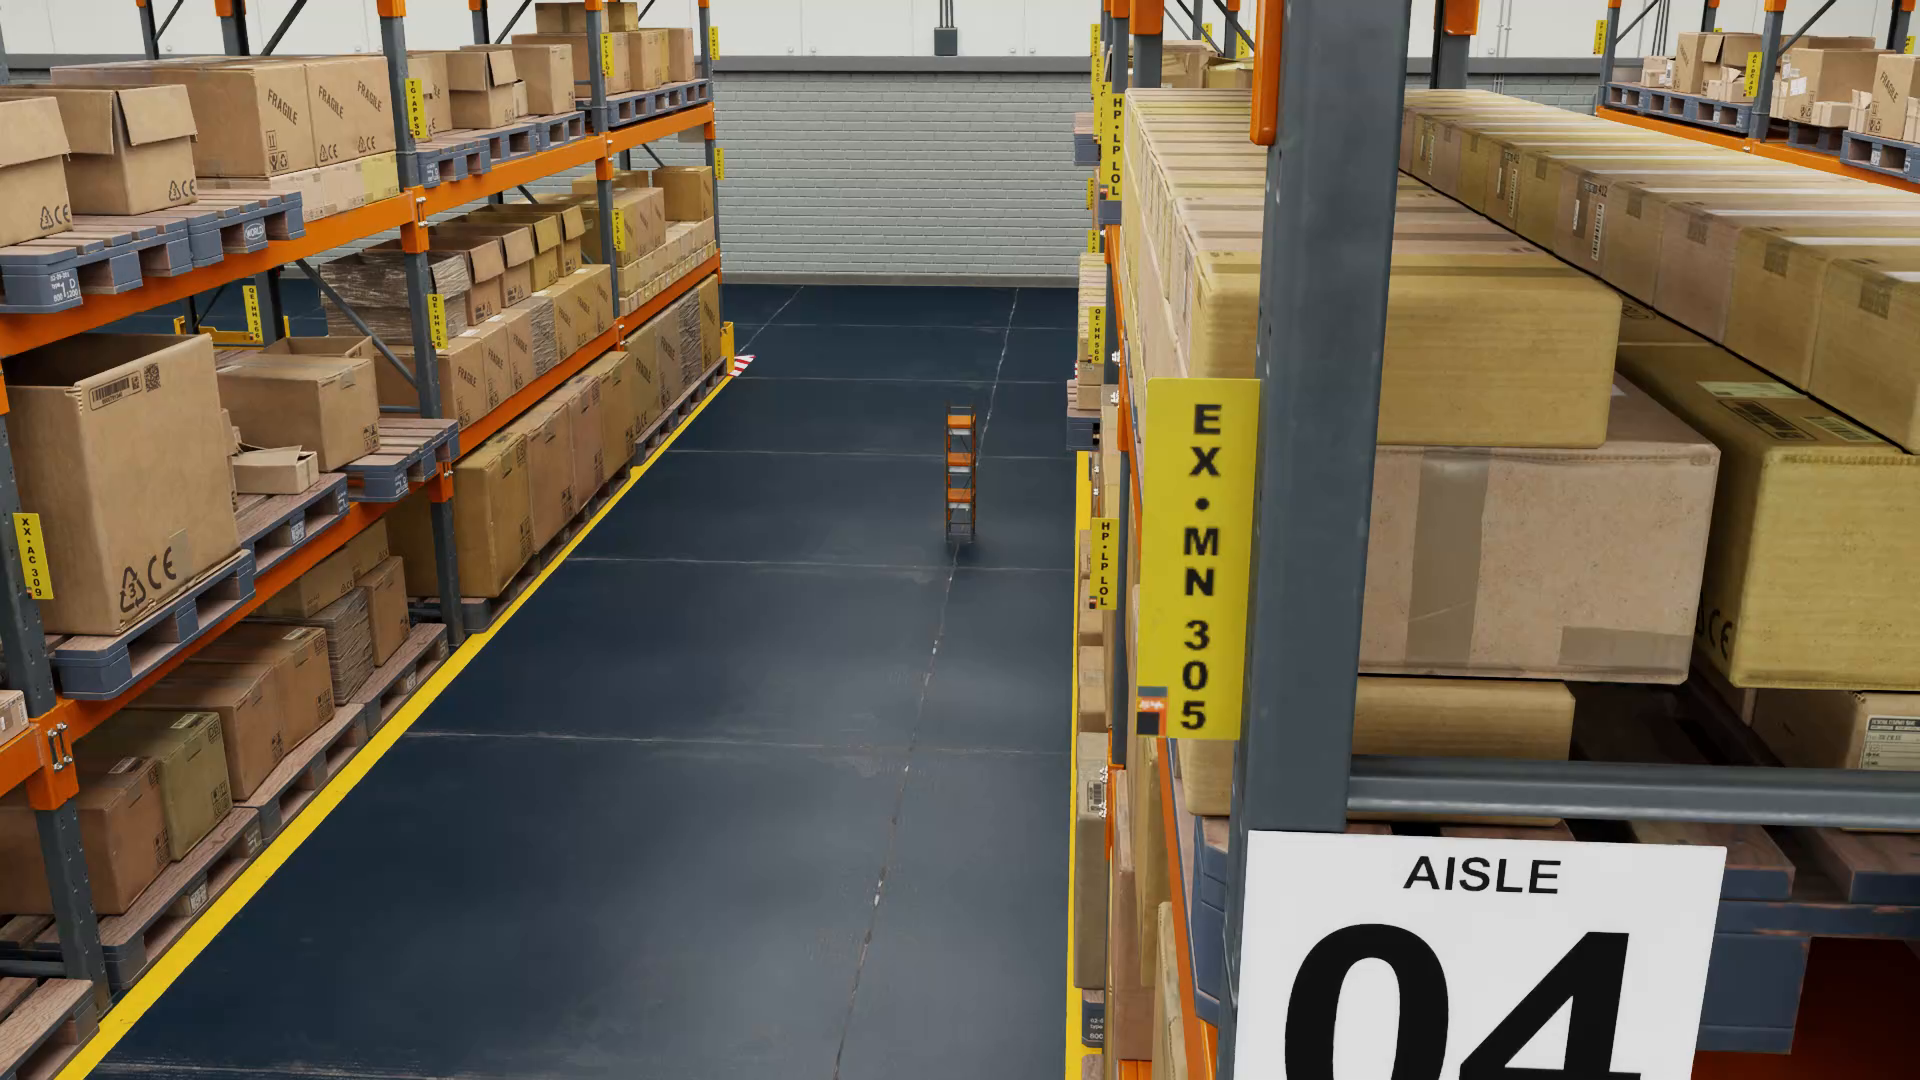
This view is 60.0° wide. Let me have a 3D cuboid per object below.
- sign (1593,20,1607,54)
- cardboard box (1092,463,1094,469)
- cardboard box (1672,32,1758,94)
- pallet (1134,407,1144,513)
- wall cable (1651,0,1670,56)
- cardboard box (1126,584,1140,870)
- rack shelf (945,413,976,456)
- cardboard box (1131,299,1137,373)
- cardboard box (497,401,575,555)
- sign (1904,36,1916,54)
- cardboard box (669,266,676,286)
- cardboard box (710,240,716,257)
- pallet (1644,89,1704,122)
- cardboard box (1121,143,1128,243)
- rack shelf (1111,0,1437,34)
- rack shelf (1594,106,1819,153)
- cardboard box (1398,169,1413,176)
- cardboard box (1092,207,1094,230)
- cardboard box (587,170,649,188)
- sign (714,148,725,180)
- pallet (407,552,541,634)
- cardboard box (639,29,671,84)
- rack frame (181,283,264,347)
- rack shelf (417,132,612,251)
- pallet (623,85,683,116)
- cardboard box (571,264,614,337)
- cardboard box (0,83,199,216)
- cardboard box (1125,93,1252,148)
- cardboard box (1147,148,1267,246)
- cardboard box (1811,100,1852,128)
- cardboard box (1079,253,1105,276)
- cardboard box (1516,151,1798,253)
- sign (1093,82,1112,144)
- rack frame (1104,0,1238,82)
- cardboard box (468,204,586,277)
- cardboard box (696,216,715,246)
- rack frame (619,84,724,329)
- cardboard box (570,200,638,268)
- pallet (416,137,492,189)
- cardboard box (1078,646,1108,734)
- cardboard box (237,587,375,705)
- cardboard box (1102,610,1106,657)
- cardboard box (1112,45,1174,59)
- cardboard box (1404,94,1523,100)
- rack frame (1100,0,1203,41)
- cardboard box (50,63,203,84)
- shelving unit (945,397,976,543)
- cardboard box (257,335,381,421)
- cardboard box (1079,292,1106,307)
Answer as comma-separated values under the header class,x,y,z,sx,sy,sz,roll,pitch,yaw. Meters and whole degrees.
class,x,y,z,sx,sy,sz,roll,pitch,yaw
sign,6.284,-4.937,16.324,0.100,0.325,0.005,1,18,4
cardboard box,1.252,-0.505,12.486,0.500,0.500,0.500,2,18,6
cardboard box,6.543,-4.141,14.432,0.500,0.500,0.500,2,18,5
pallet,0.873,-0.148,3.382,1.003,0.211,1.213,1,18,4
wall cable,10.490,-7.594,21.087,2.988,3.039,0.133,1,18,4
cardboard box,0.873,0.471,4.193,0.875,0.550,0.550,1,18,4
rack shelf,0.004,-0.775,12.225,0.215,0.259,0.240,1,18,4
cardboard box,0.578,-0.448,3.725,0.380,0.149,0.250,1,18,4
cardboard box,-3.479,-0.461,11.751,1.225,0.875,0.875,1,18,4
sign,7.093,-3.613,12.480,0.100,0.325,0.005,1,18,4
cardboard box,-2.871,-2.472,15.554,0.380,0.149,0.250,1,18,2
cardboard box,-2.744,-3.028,17.250,0.380,0.149,0.250,2,18,5
pallet,6.710,-3.817,14.579,1.003,0.211,1.213,1,18,4
cardboard box,0.718,-0.993,4.748,0.500,0.250,0.500,1,18,4
rack shelf,1.176,-2.336,6.899,1.077,0.370,4.000,1,18,4
rack shelf,6.694,-3.506,14.645,1.077,0.370,4.000,1,18,4
cardboard box,1.217,-0.823,4.229,0.500,0.250,0.500,1,18,4
cardboard box,1.585,-3.179,16.669,0.500,0.500,0.500,2,18,7
cardboard box,-3.387,-3.393,16.521,0.500,0.500,0.500,1,18,3
sign,-2.507,-3.912,17.304,0.100,0.325,0.005,1,18,4
pallet,-3.489,0.301,11.164,1.003,0.211,1.213,1,18,4
cardboard box,-3.192,-4.651,15.986,0.700,0.500,0.500,1,18,2
rack frame,-7.987,-3.376,17.908,1.000,3.000,0.127,1,18,4
rack shelf,-3.477,-2.485,11.529,1.077,0.370,4.000,1,18,4
pallet,-3.175,-4.038,15.254,1.003,0.211,1.213,1,18,4
cardboard box,-3.095,-1.919,13.302,0.500,0.500,0.500,1,18,4
cardboard box,-3.708,-1.649,6.980,0.797,0.503,0.637,2,18,6
cardboard box,0.650,-1.143,4.566,0.380,0.149,0.250,1,18,3
cardboard box,0.523,-0.593,2.886,0.380,0.149,0.250,1,18,3
cardboard box,6.111,-2.931,11.433,0.380,0.166,0.250,0,18,0
cardboard box,1.119,-2.132,12.885,0.380,0.149,0.250,2,18,7
cardboard box,1.179,-0.577,2.838,0.380,0.149,0.250,1,18,3
sign,0.778,-2.322,9.046,0.100,0.325,0.005,1,18,4
rack frame,1.606,-4.732,12.412,1.000,3.000,0.127,1,18,4
cardboard box,-3.371,-2.349,13.002,0.797,0.503,0.637,1,18,2
cardboard box,-2.817,-3.179,17.070,0.500,0.250,0.500,1,18,3
rack frame,-3.047,-3.265,17.571,1.000,3.000,0.127,1,18,4
cardboard box,-3.045,-2.592,14.076,0.500,0.500,0.500,1,18,4
pallet,-3.627,-2.317,10.164,1.213,0.211,1.003,2,18,6
cardboard box,1.060,0.979,7.557,1.050,0.750,0.750,1,18,4
cardboard box,-3.676,0.579,9.146,0.700,0.500,0.500,0,18,-1
cardboard box,0.840,0.231,6.739,0.500,0.500,0.500,1,18,3
cardboard box,1.161,-3.007,10.574,0.396,0.266,0.258,1,18,4
cardboard box,1.306,-1.129,4.522,0.380,0.149,0.250,1,18,4
rack frame,1.893,-5.974,16.203,1.000,3.000,0.127,1,18,4
cardboard box,-3.980,-2.037,8.042,0.500,0.500,0.500,1,18,2
shelving unit,0.004,-0.516,12.310,0.215,1.050,0.252,1,18,4
cardboard box,-3.619,-0.859,9.393,0.500,0.500,0.500,-1,18,-3
cardboard box,0.992,-1.565,11.157,0.380,0.149,0.250,2,18,7
